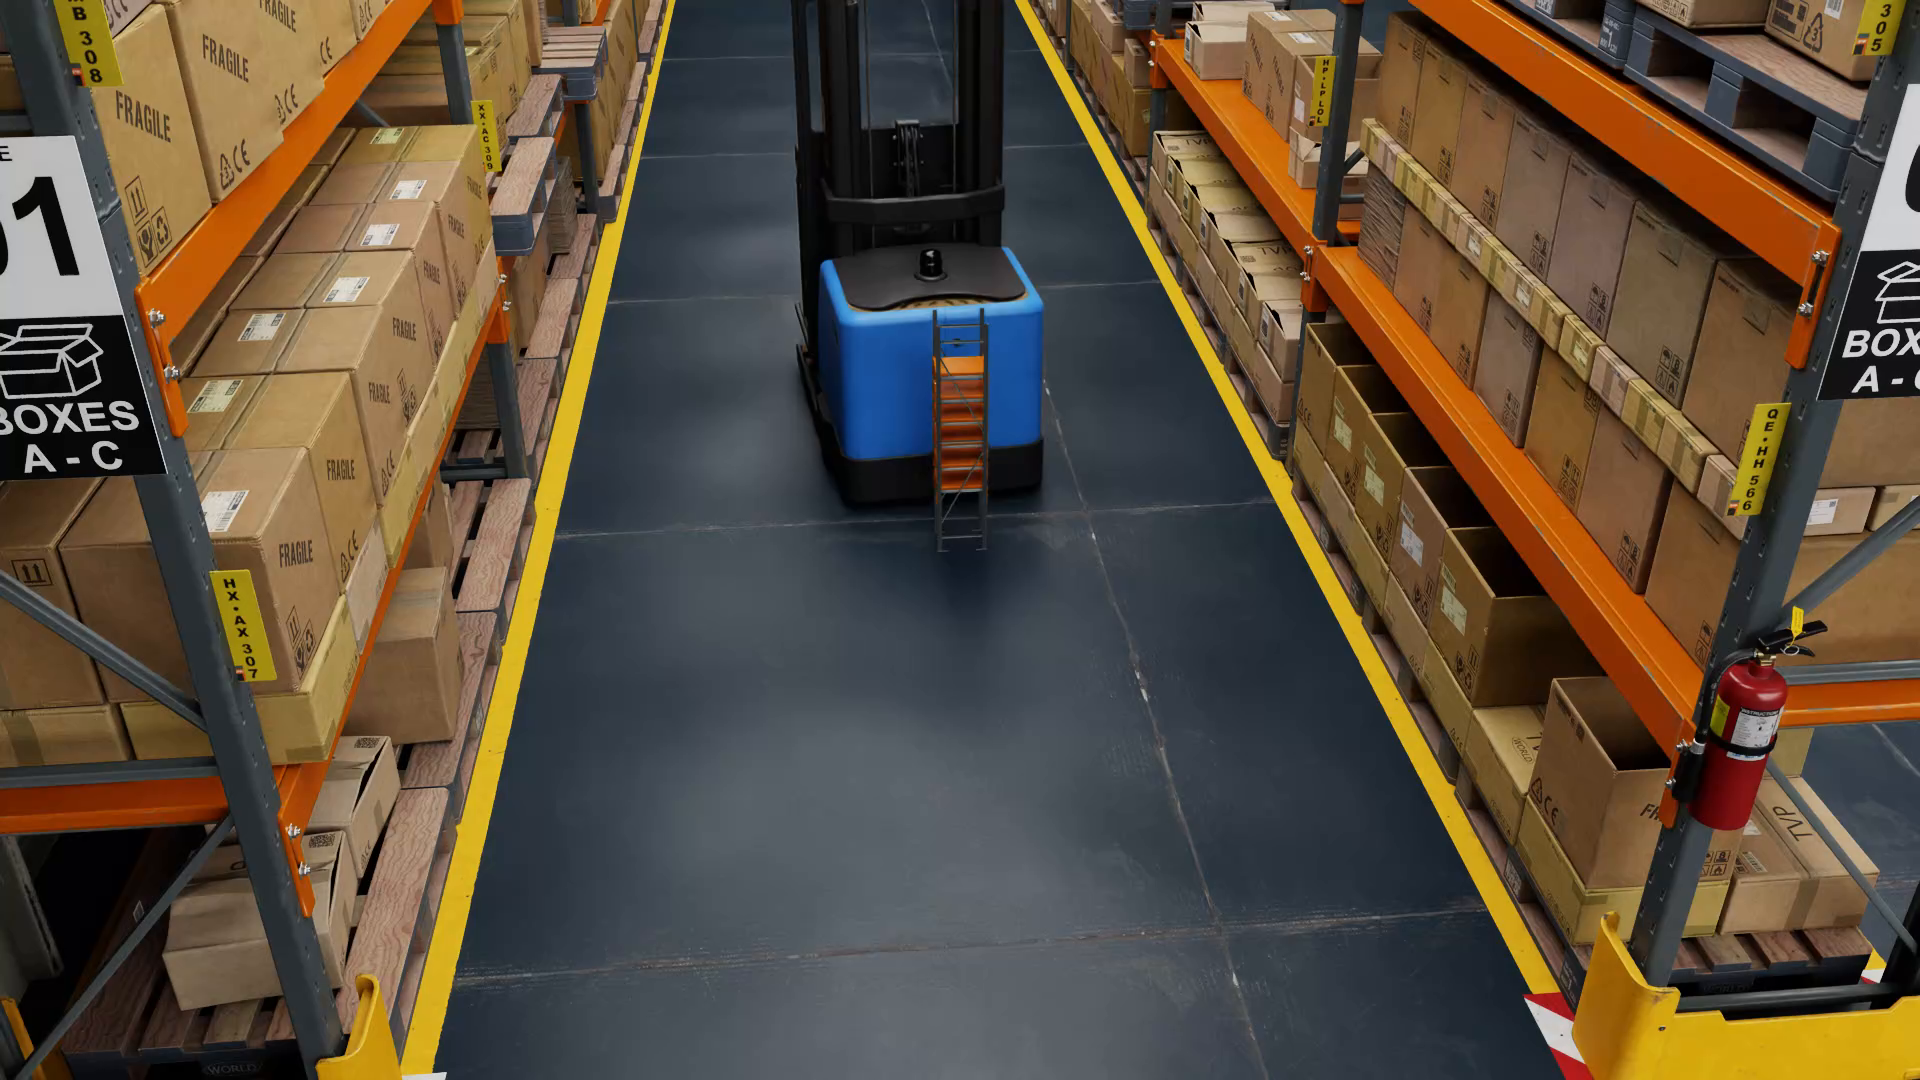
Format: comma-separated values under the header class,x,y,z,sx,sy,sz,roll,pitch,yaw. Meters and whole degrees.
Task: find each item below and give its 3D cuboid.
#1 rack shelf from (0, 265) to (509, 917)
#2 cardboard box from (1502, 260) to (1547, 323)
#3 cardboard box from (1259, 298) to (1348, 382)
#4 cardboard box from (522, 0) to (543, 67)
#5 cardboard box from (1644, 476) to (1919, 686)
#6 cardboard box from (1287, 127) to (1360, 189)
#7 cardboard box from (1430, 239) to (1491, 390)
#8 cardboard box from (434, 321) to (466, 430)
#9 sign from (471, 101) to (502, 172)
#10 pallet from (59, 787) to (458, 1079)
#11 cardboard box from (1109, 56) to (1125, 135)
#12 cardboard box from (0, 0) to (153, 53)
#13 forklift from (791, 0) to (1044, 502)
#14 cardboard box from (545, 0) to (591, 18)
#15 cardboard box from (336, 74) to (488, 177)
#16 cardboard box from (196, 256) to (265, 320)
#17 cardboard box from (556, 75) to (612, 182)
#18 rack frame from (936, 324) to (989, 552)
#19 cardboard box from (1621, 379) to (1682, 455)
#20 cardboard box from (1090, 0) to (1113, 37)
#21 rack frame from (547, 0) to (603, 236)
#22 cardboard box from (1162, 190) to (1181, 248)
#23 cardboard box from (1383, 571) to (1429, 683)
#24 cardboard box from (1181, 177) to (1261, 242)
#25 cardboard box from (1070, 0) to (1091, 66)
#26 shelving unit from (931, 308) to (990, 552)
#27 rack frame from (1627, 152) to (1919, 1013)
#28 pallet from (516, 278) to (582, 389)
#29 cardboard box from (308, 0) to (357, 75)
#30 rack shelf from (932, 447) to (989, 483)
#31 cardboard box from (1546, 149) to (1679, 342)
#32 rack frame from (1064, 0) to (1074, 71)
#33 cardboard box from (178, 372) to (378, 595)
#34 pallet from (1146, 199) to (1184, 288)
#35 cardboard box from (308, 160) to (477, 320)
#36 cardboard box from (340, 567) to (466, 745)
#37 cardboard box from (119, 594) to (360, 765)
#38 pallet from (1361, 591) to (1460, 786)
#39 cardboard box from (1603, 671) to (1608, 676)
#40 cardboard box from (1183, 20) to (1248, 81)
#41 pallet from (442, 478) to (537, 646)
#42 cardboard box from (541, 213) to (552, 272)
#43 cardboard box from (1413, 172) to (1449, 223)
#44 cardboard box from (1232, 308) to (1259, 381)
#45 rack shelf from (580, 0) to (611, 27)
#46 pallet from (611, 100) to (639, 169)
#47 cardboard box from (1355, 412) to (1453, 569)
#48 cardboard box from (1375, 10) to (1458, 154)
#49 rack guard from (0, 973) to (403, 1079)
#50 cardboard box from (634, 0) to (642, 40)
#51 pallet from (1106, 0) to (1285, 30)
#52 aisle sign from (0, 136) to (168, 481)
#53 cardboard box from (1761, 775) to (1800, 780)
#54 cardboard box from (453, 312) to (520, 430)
class,x,y,z,sx,sy,sz,roll,pitch,yaw
rack shelf,-2.505,-0.099,6.192,1.077,0.370,4.000,-3,31,-5
cardboard box,2.241,-0.925,6.144,0.380,0.149,0.250,-3,31,-5
cardboard box,1.917,-1.102,8.895,0.500,0.311,0.500,-3,31,-5
cardboard box,-2.933,-3.180,10.122,0.700,0.500,0.500,-6,31,-9
cardboard box,2.583,0.092,5.073,0.700,0.500,0.500,-3,31,-5
cardboard box,1.975,-2.051,8.889,0.396,0.266,0.258,-3,31,-6
cardboard box,2.386,-0.960,6.834,0.700,0.500,0.500,-2,31,-4
cardboard box,-2.245,-0.635,6.515,0.500,0.250,0.500,-3,31,-5
sign,-2.152,-1.831,7.546,0.100,0.325,0.005,-3,31,-5
pallet,-2.366,1.355,5.776,1.003,0.211,1.213,-3,31,-5
cardboard box,1.497,-3.557,13.288,0.500,0.500,0.500,-4,31,-6
cardboard box,-2.112,-1.364,3.591,0.500,0.500,0.500,-5,31,-8
forklift,-0.362,-2.192,9.062,1.130,2.935,3.031,-6,31,-10
cardboard box,-2.856,-3.911,11.465,0.500,0.500,0.500,-2,31,-3
cardboard box,-2.706,-1.922,8.017,0.700,0.500,0.500,-3,31,-4
cardboard box,-2.711,-0.662,5.828,0.500,0.500,0.500,-2,31,-4
cardboard box,-3.004,-3.110,12.219,0.750,0.750,0.750,-3,31,-5
rack frame,0.010,-0.461,7.852,0.240,1.200,0.006,-3,31,-5
cardboard box,2.338,-0.398,5.261,0.380,0.149,0.250,-3,31,-5
cardboard box,1.388,-4.421,14.004,0.500,0.250,0.500,-3,31,-4
rack frame,-3.066,-3.471,11.137,1.000,3.000,0.127,-3,31,-5
cardboard box,1.670,-2.172,11.234,0.500,0.250,0.500,-4,31,-6
cardboard box,2.117,0.349,7.012,0.500,0.250,0.500,-3,31,-5
cardboard box,1.725,-2.141,10.635,0.500,0.311,0.500,-4,31,-6
cardboard box,1.295,-4.610,15.051,0.500,0.500,0.500,-4,31,-7
shelving unit,0.001,-0.508,7.930,0.258,1.200,0.189,-3,31,-5
rack frame,2.614,0.374,4.699,1.000,3.000,0.127,-3,31,-5
pallet,-2.883,-1.254,10.143,1.003,0.211,1.213,-3,31,-5
cardboard box,-2.239,-1.722,5.166,0.500,0.500,0.500,-1,31,-2
rack shelf,0.001,-0.367,8.014,0.258,0.103,0.180,-3,31,-5
cardboard box,2.475,-1.018,5.666,0.700,0.500,0.500,-3,31,-4
rack frame,1.492,-5.753,14.956,1.000,3.000,0.127,-3,31,-5
cardboard box,-2.100,-0.164,4.995,0.500,0.500,0.500,-3,31,-4
pallet,1.904,-2.091,11.545,1.003,0.211,1.213,-3,31,-5
cardboard box,-2.287,-1.214,6.753,0.500,0.500,0.500,-3,31,-5
cardboard box,-2.365,0.472,6.544,0.700,0.500,0.500,-5,31,-8
cardboard box,-2.048,0.404,4.774,0.500,0.250,0.500,-4,31,-6
pallet,2.390,0.561,7.105,1.003,0.211,1.213,-3,31,-5
cardboard box,2.677,0.258,6.434,0.500,0.500,0.500,-3,31,-5
cardboard box,1.757,-3.206,10.780,0.500,0.311,0.500,-3,31,-5
pallet,-2.594,0.109,7.861,1.003,0.211,1.213,-3,31,-5
cardboard box,-3.014,-1.953,10.604,0.700,0.500,0.500,-3,31,-5
cardboard box,2.147,-1.450,7.022,0.380,0.149,0.250,-3,31,-5
cardboard box,1.867,-1.124,9.479,0.500,0.250,0.500,-3,31,-5
rack shelf,-3.252,-4.184,13.031,1.077,0.370,4.000,-3,31,-5
pallet,-3.175,-3.302,13.572,1.003,0.211,1.213,-3,31,-5
cardboard box,2.065,-0.228,7.247,0.500,0.500,0.500,-3,31,-5
cardboard box,2.288,-2.042,7.381,0.700,0.500,0.500,-3,31,-4
rack guard,-2.325,1.647,5.004,1.175,0.500,0.348,-3,31,-5
cardboard box,-3.407,-5.007,15.736,0.700,0.500,0.500,-2,31,-4
pallet,1.733,-3.971,12.160,1.213,0.211,1.003,-3,31,-5
aisle sign,-2.013,-0.481,3.594,0.394,0.787,0.004,-3,31,-5
cardboard box,2.735,0.834,6.200,0.500,0.250,0.500,-3,31,-5
cardboard box,-2.777,-0.920,8.874,0.700,0.500,0.500,-2,31,-3
